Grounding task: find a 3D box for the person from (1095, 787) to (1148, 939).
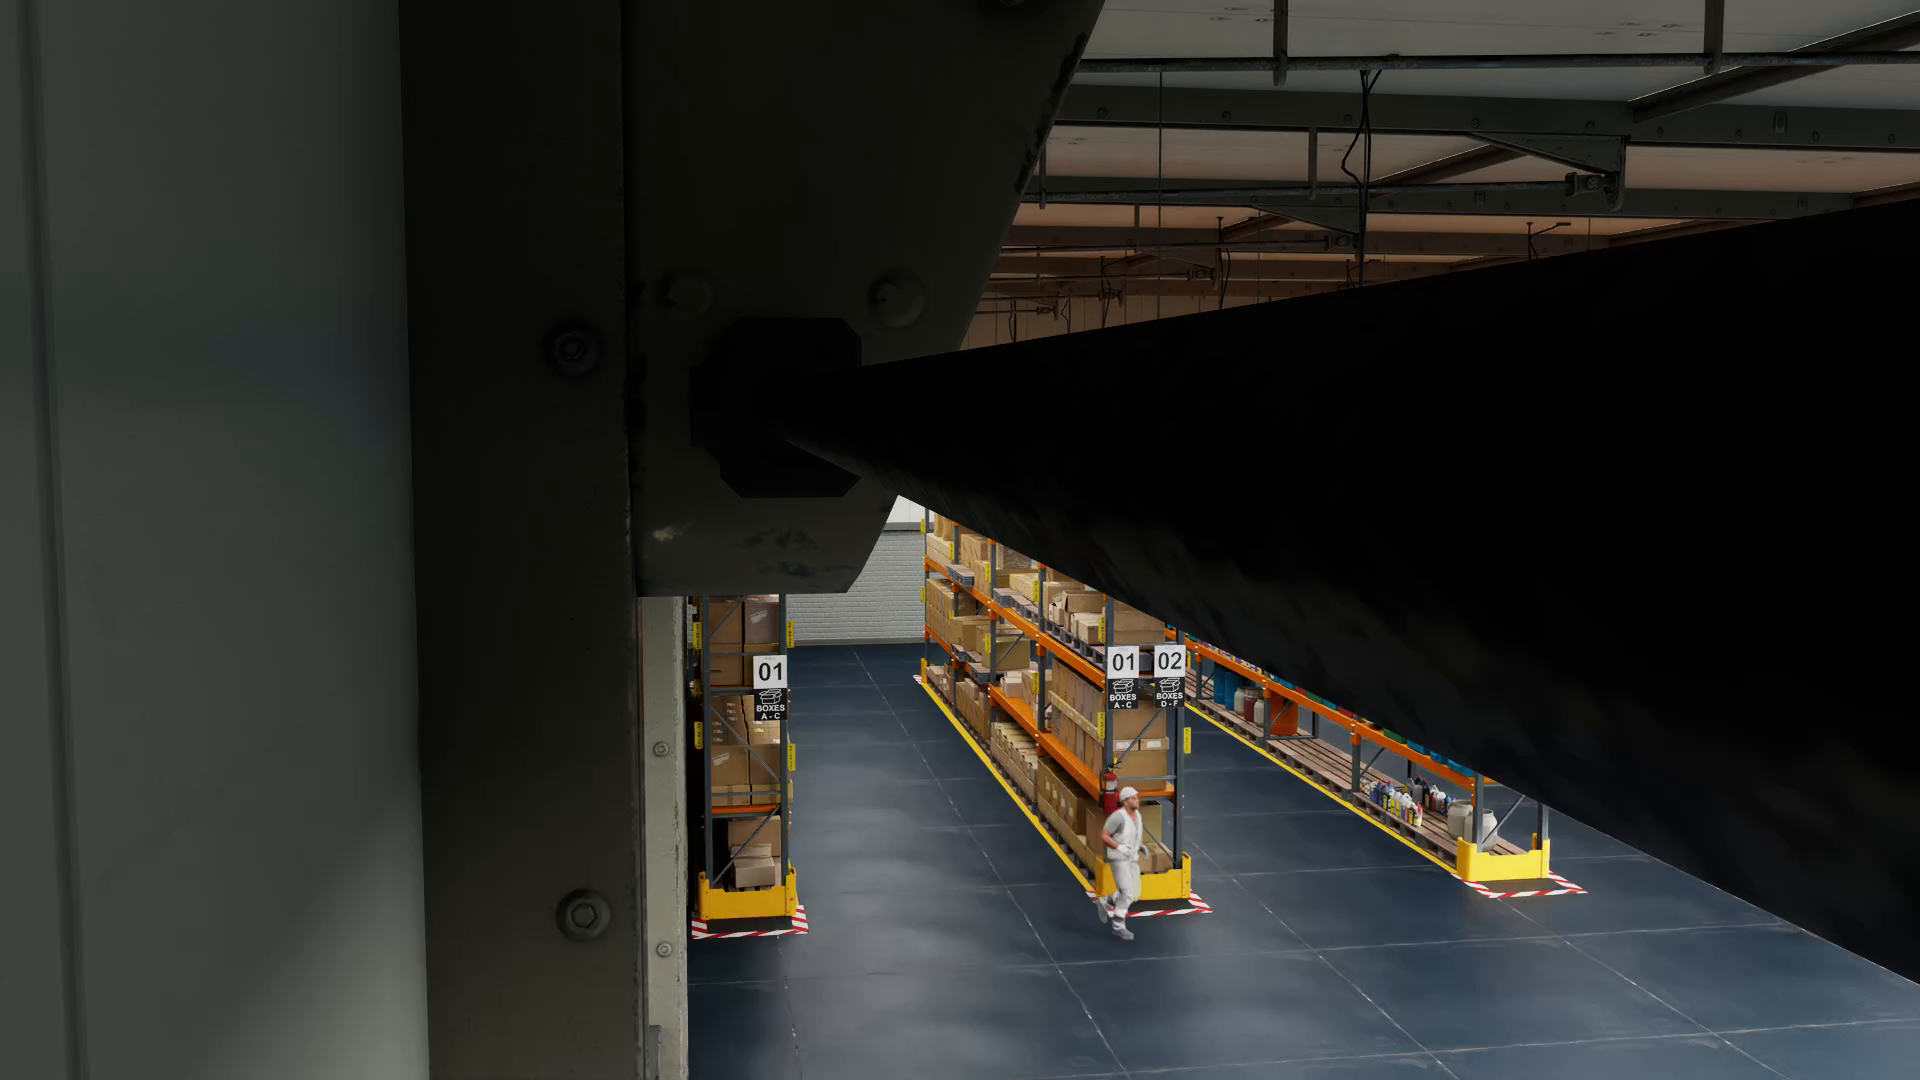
[{"bbox_3d":[1.913,3.755,19.571,0.655,1.729,0.694,5,7,44],"label":"person"}]
